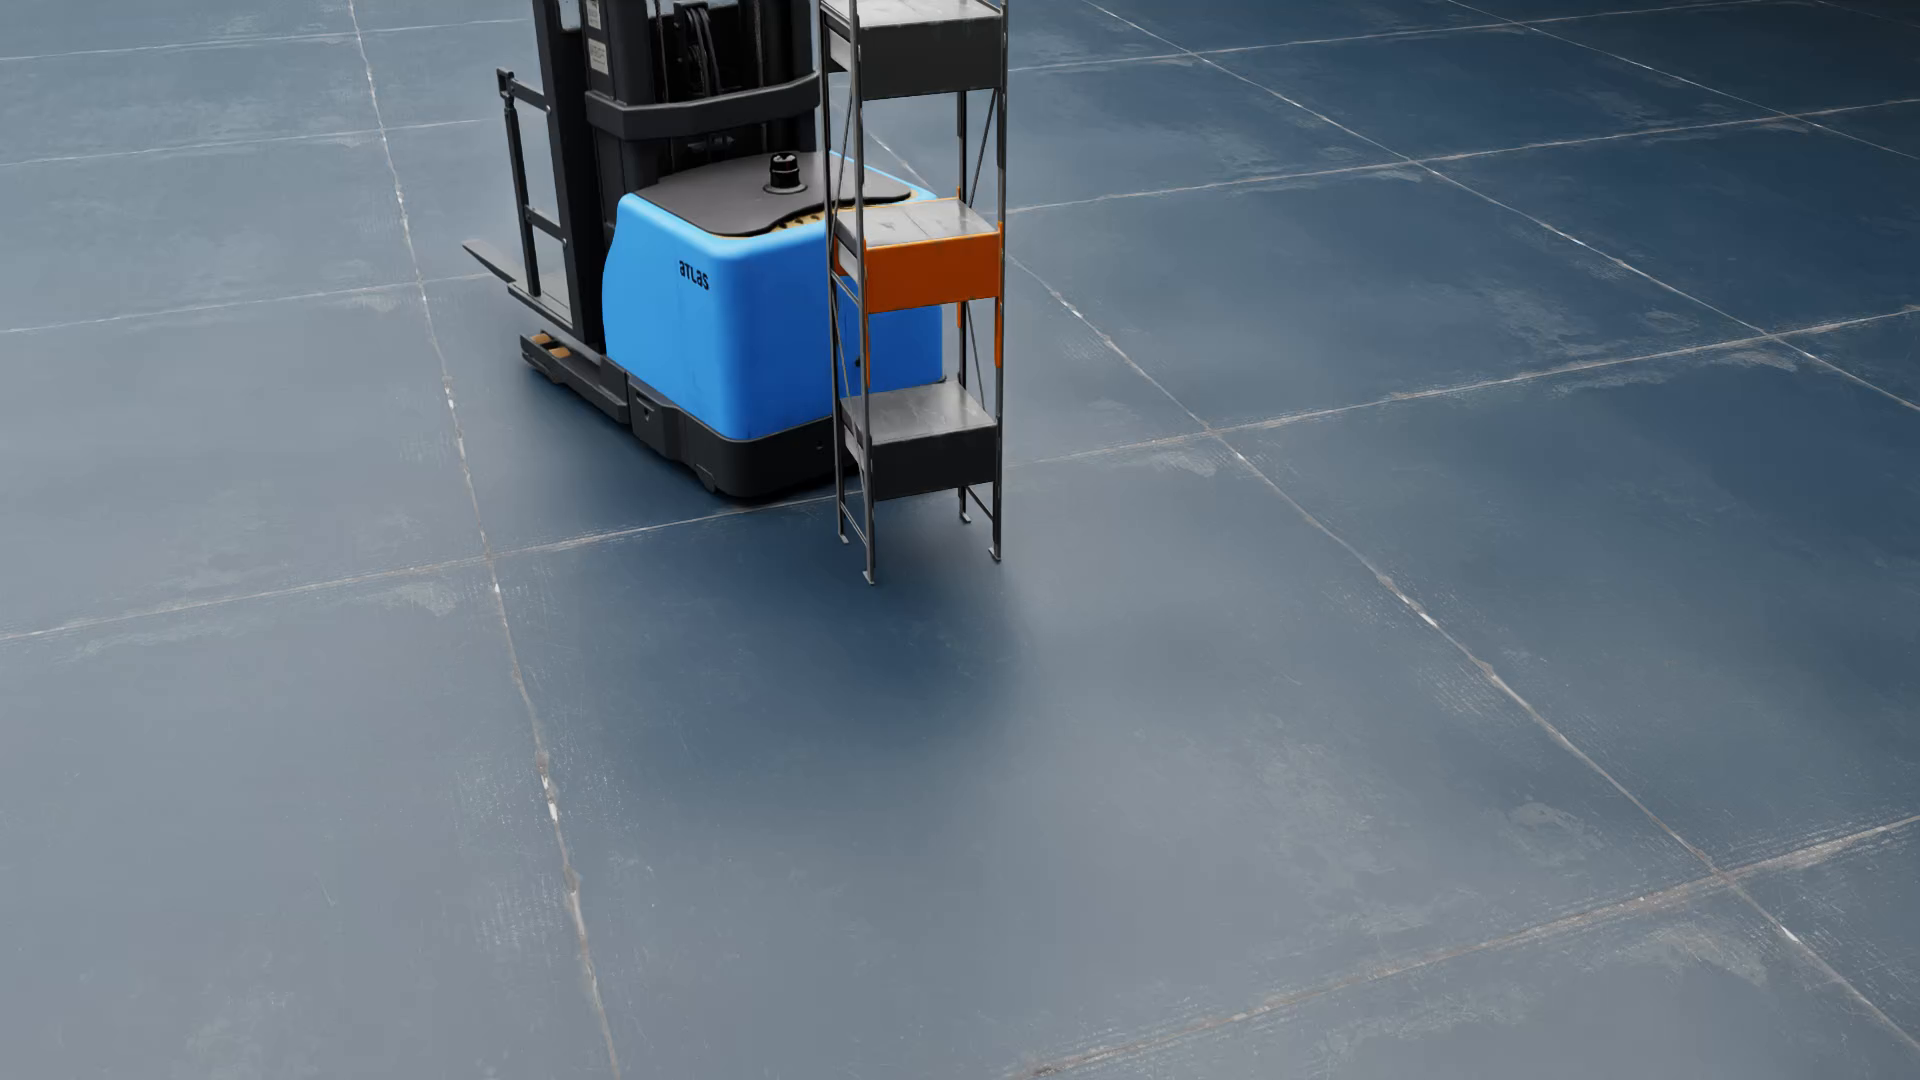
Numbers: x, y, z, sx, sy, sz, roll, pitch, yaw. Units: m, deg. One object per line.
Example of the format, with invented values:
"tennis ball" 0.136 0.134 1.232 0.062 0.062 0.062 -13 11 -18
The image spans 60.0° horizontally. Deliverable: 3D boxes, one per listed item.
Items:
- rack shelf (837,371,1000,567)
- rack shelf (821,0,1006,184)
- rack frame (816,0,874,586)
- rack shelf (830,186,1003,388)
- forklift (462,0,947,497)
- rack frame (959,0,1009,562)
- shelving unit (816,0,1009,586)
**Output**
"rack shelf" -0.155 -0.264 6.033 0.480 0.518 0.431 -10 31 -18
"rack shelf" -0.155 -1.480 5.340 0.480 0.518 0.431 -10 31 -18
"rack frame" -0.384 -0.842 5.606 0.015 2.100 0.400 -10 31 -18
"rack shelf" -0.155 -0.872 5.687 0.480 0.518 0.431 -10 31 -18
"forklift" -1.350 -2.105 6.984 1.130 2.935 3.031 -21 36 -32
"rack frame" 0.074 -0.926 5.754 0.015 2.100 0.400 -10 31 -18
"shelving unit" -0.155 -0.884 5.680 0.503 2.100 0.431 -10 31 -18
